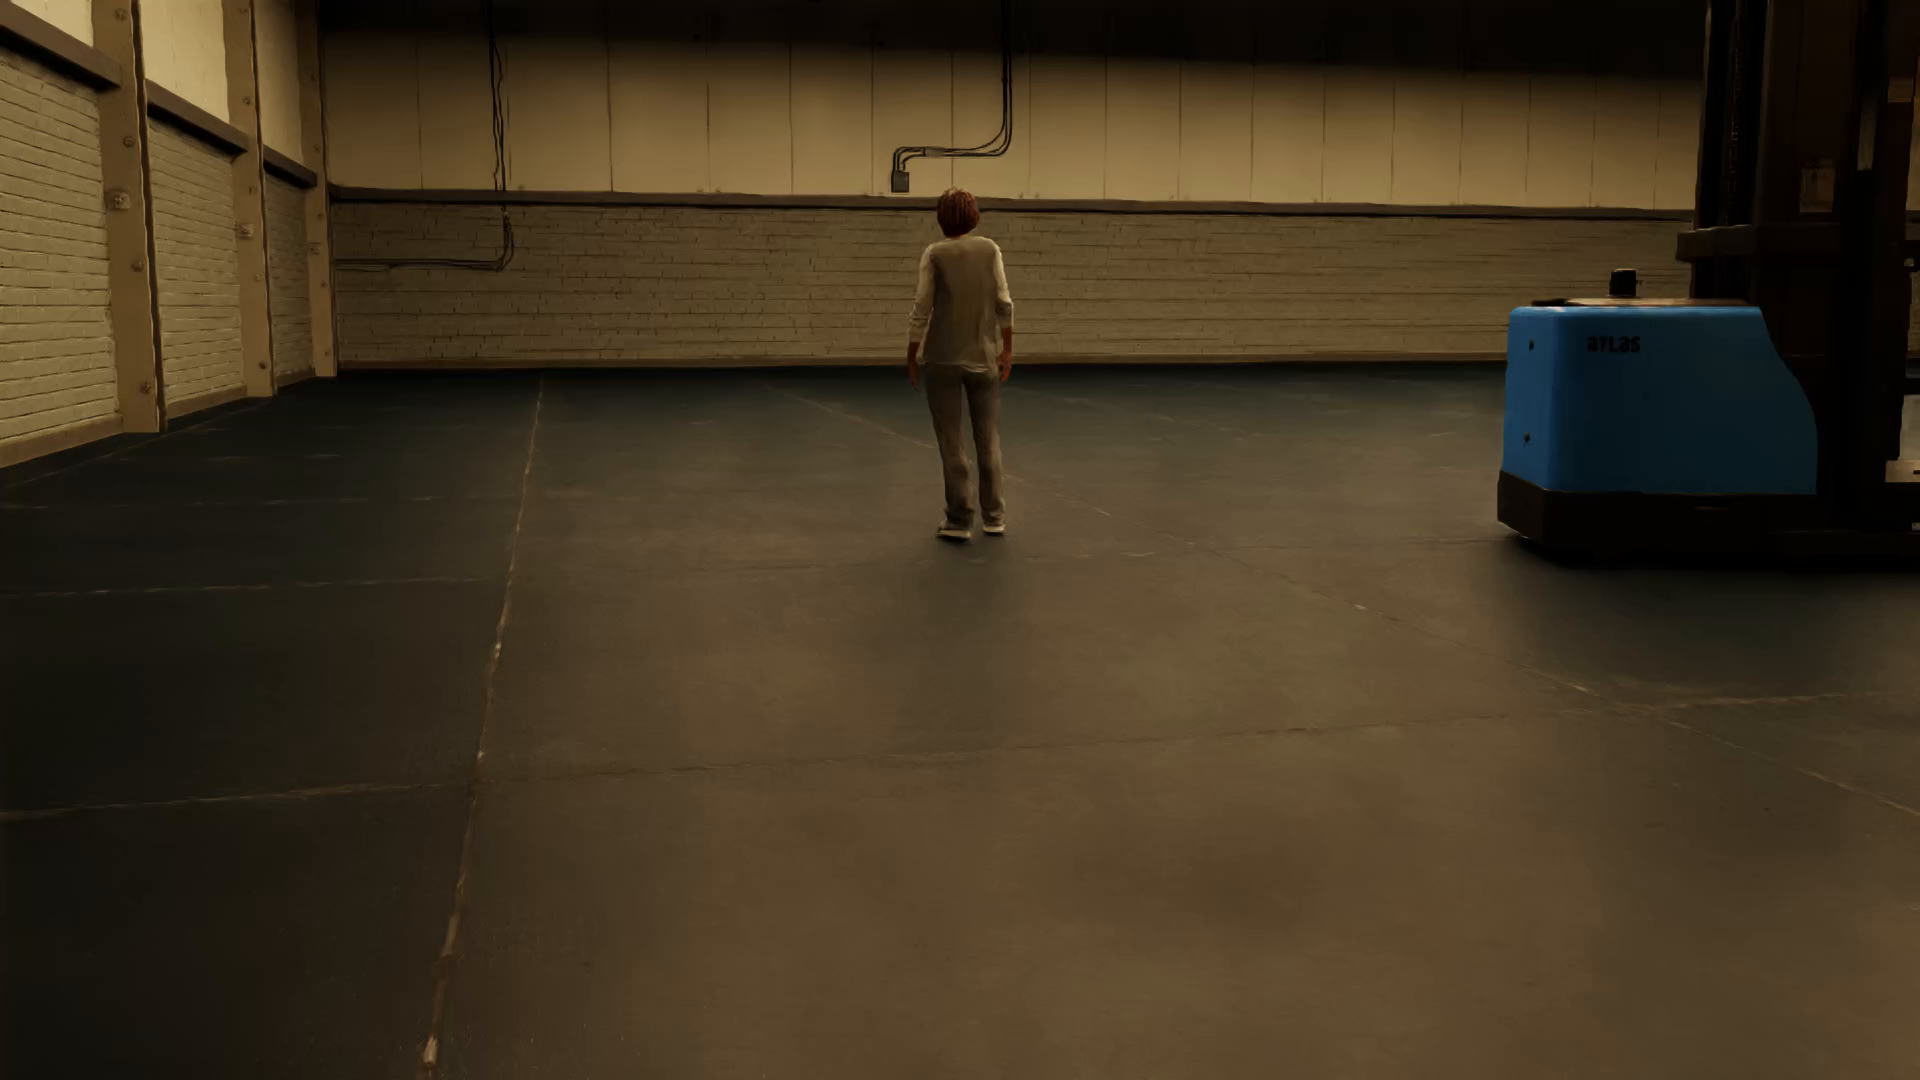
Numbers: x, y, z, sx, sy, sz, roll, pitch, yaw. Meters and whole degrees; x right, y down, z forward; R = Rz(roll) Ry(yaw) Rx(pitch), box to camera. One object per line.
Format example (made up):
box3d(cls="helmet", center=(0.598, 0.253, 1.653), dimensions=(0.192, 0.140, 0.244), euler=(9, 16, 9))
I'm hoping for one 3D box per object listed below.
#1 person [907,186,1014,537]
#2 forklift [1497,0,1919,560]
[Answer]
box3d(cls="person", center=(-0.004, -0.808, 7.670), dimensions=(0.521, 1.597, 0.474), euler=(-2, 8, -13))
box3d(cls="forklift", center=(4.006, -1.396, 7.105), dimensions=(3.031, 2.935, 1.130), euler=(1, 8, 6))
